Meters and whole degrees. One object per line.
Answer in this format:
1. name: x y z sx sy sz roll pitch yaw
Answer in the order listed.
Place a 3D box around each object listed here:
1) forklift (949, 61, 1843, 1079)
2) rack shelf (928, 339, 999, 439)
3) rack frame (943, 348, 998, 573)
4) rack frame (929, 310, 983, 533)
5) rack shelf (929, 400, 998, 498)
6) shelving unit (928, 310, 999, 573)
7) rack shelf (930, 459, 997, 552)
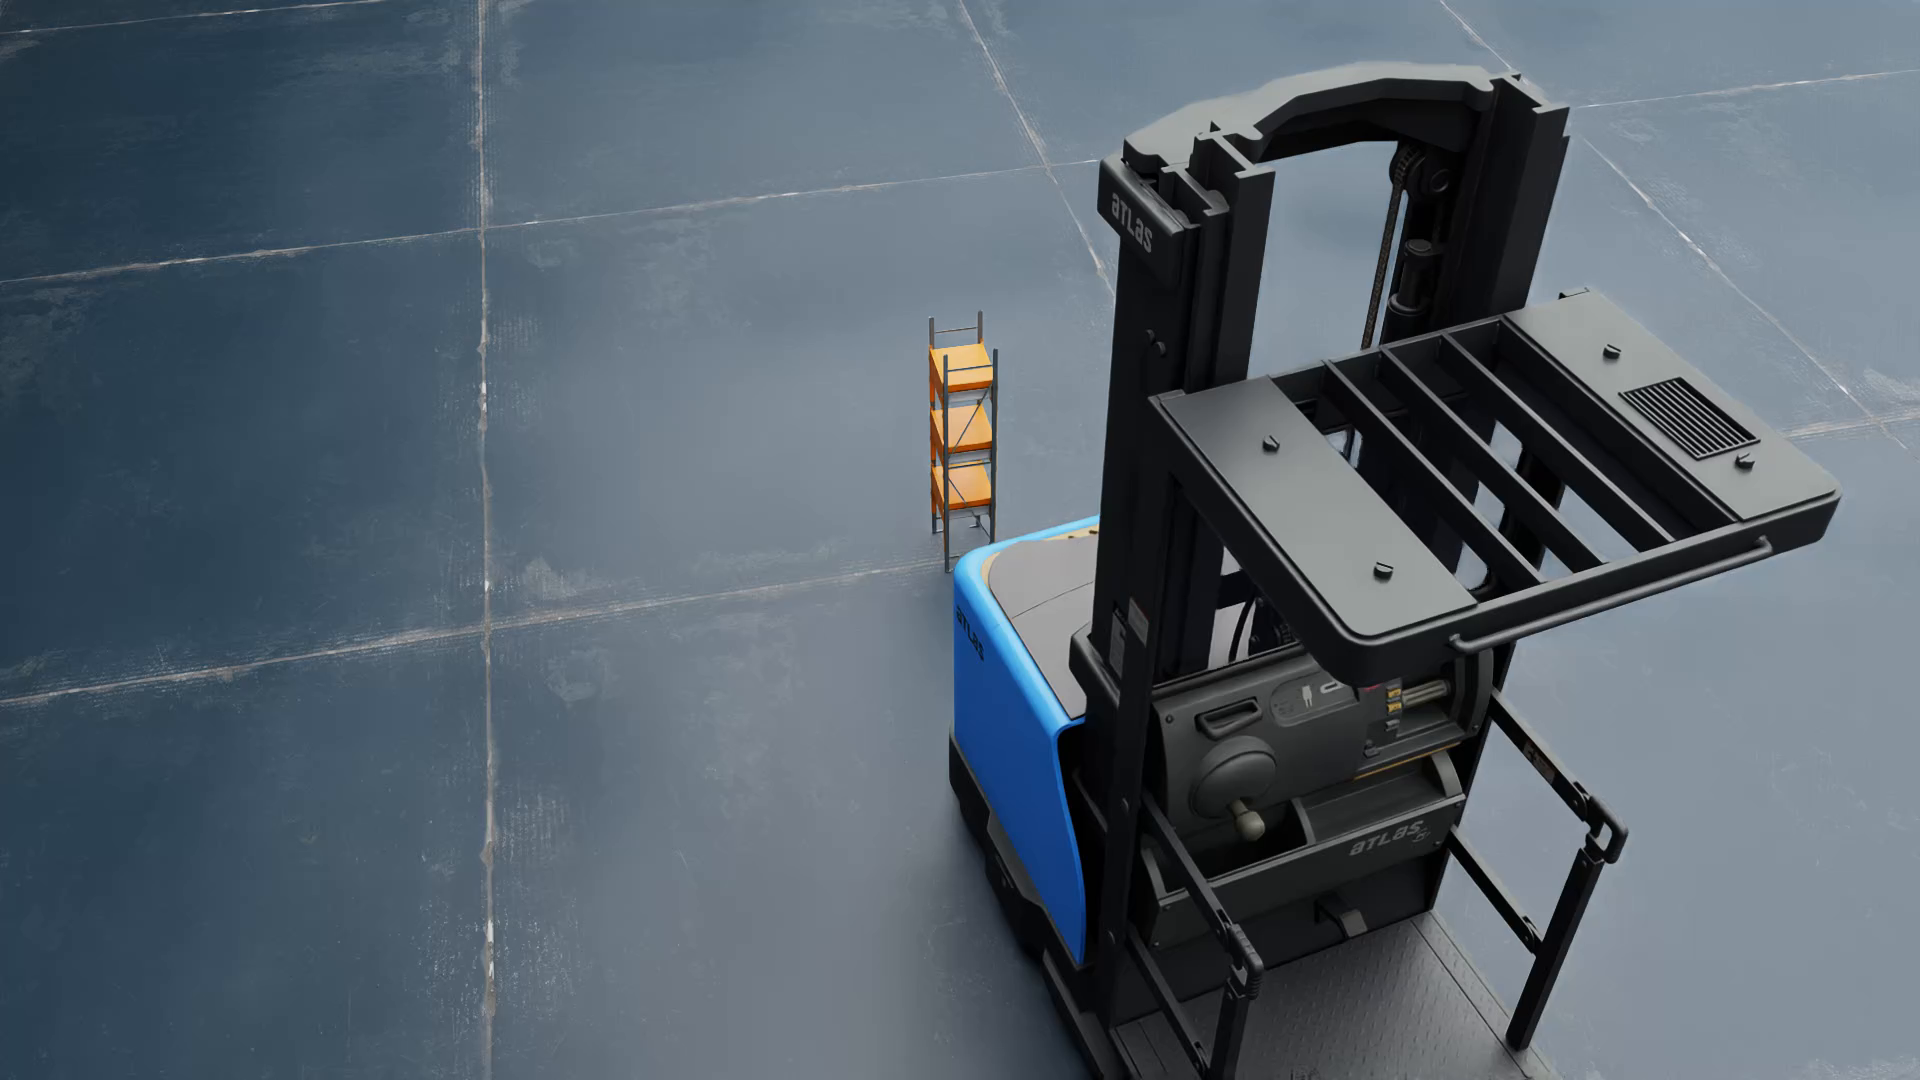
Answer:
1. forklift: 0.992 0.533 3.941 1.130 2.935 3.031 -15 44 -17
2. rack shelf: 0.012 -0.562 6.181 0.215 0.259 0.240 -8 42 -9
3. rack frame: 0.038 -0.279 6.273 0.200 1.050 0.008 -8 42 -9
4. rack frame: -0.015 -0.437 6.451 0.200 1.050 0.008 -8 42 -9
5. rack shelf: 0.012 -0.350 6.369 0.215 0.259 0.240 -8 42 -9
6. shelving unit: 0.012 -0.358 6.362 0.215 1.050 0.252 -8 42 -9
7. rack shelf: 0.012 -0.142 6.554 0.215 0.259 0.240 -8 42 -9
